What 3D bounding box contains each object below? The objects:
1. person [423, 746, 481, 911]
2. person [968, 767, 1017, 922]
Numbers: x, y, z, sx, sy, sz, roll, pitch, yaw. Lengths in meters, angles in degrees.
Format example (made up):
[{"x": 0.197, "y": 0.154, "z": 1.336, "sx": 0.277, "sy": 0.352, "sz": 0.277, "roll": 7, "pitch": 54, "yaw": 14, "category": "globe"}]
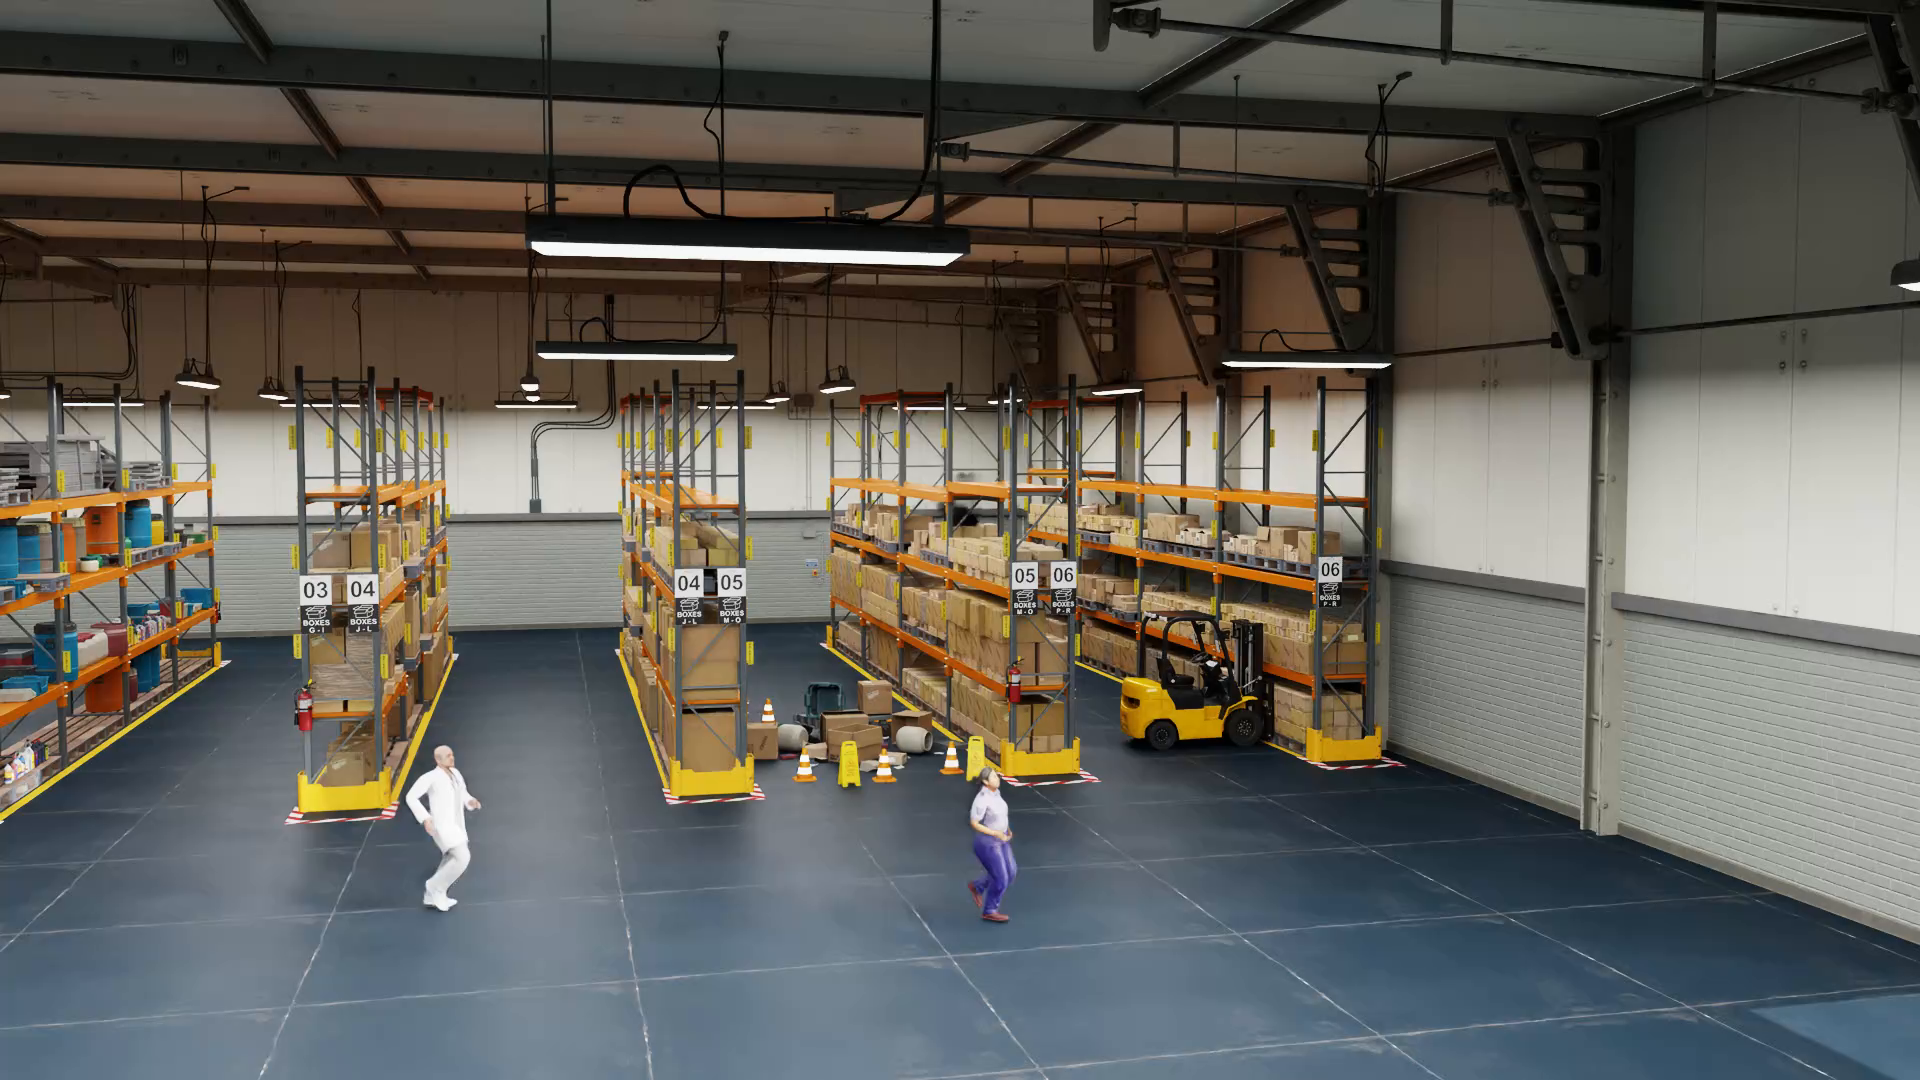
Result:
[{"x": -5.426, "y": 3.059, "z": 17.688, "sx": 0.700, "sy": 1.742, "sz": 0.659, "roll": 1, "pitch": 4, "yaw": 15, "category": "person"}, {"x": 0.322, "y": 3.172, "z": 17.369, "sx": 0.555, "sy": 1.584, "sz": 0.604, "roll": 1, "pitch": 4, "yaw": 22, "category": "person"}]
